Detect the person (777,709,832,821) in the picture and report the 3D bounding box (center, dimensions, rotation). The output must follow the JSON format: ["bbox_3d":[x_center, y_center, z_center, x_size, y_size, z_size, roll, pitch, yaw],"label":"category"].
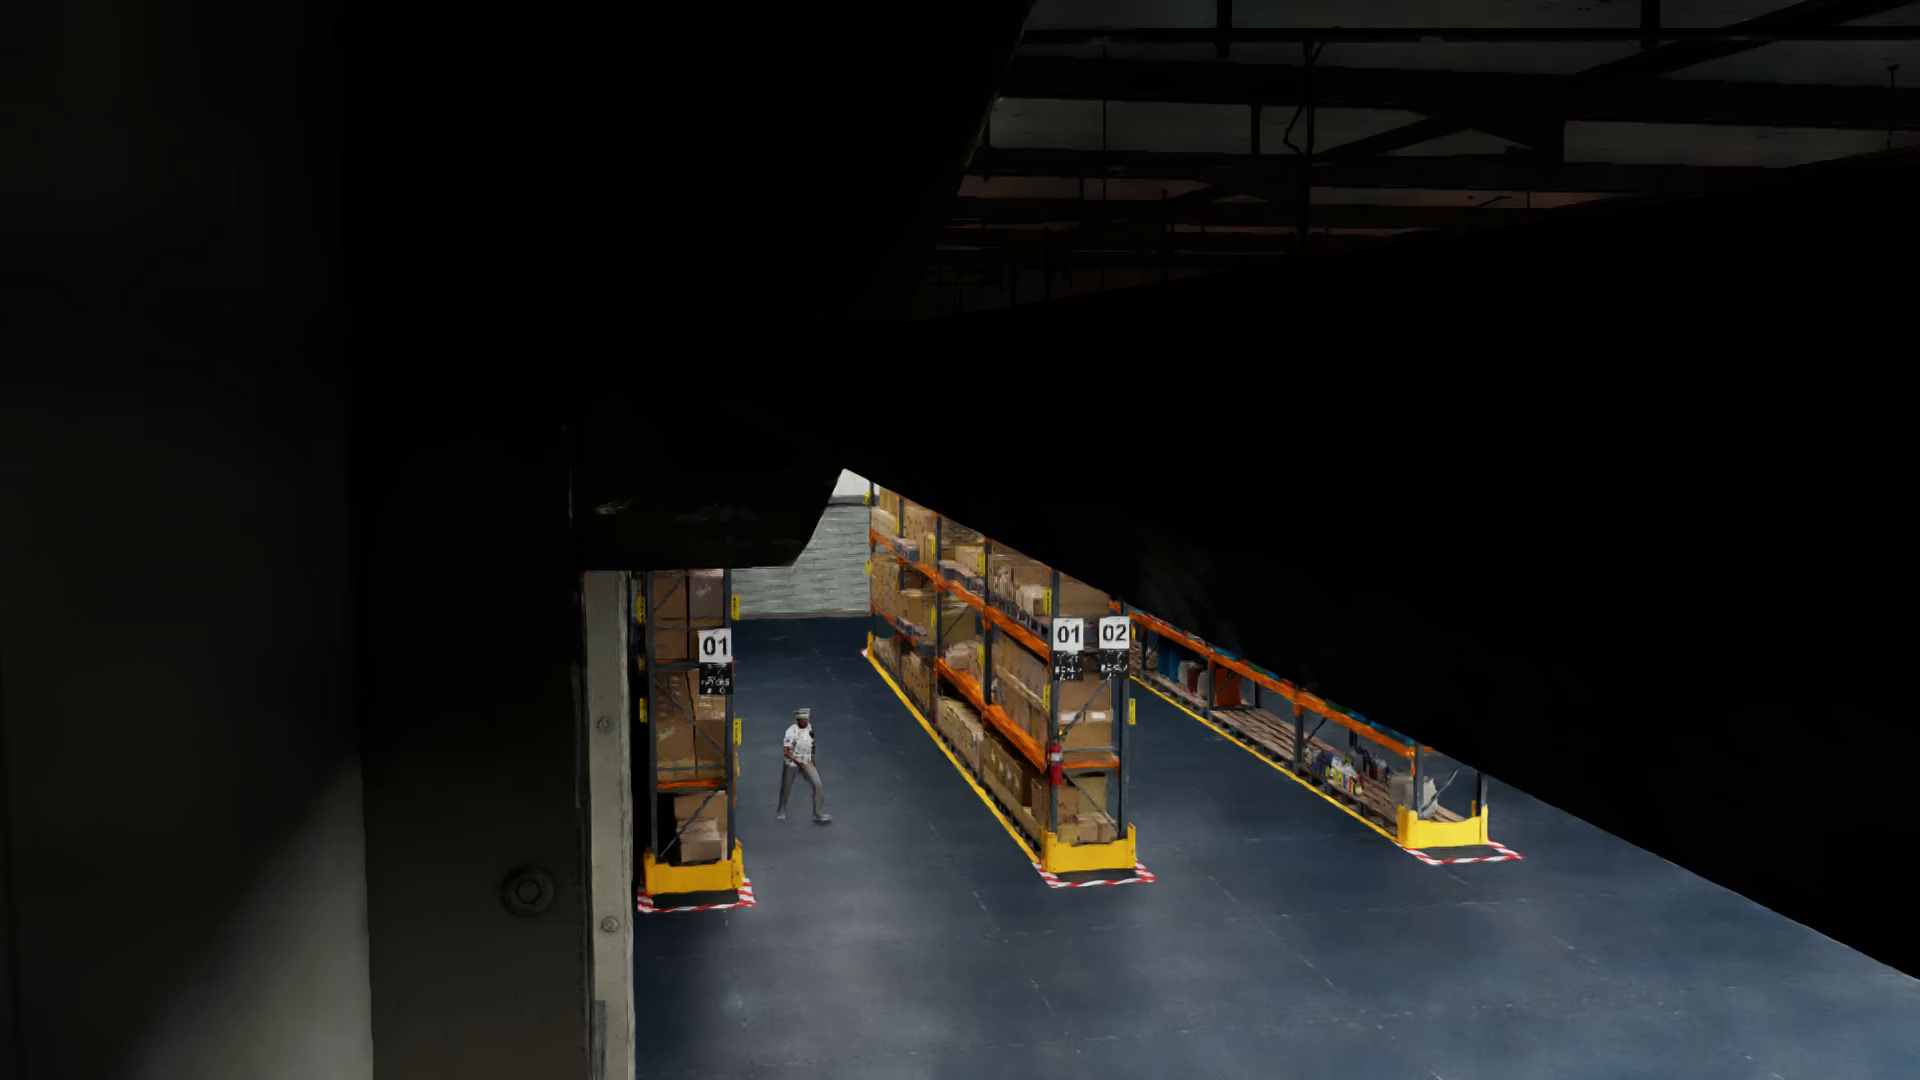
[{"bbox_3d":[-2.219,3.107,23.171,0.622,1.613,0.782,-4,7,-31],"label":"person"}]
